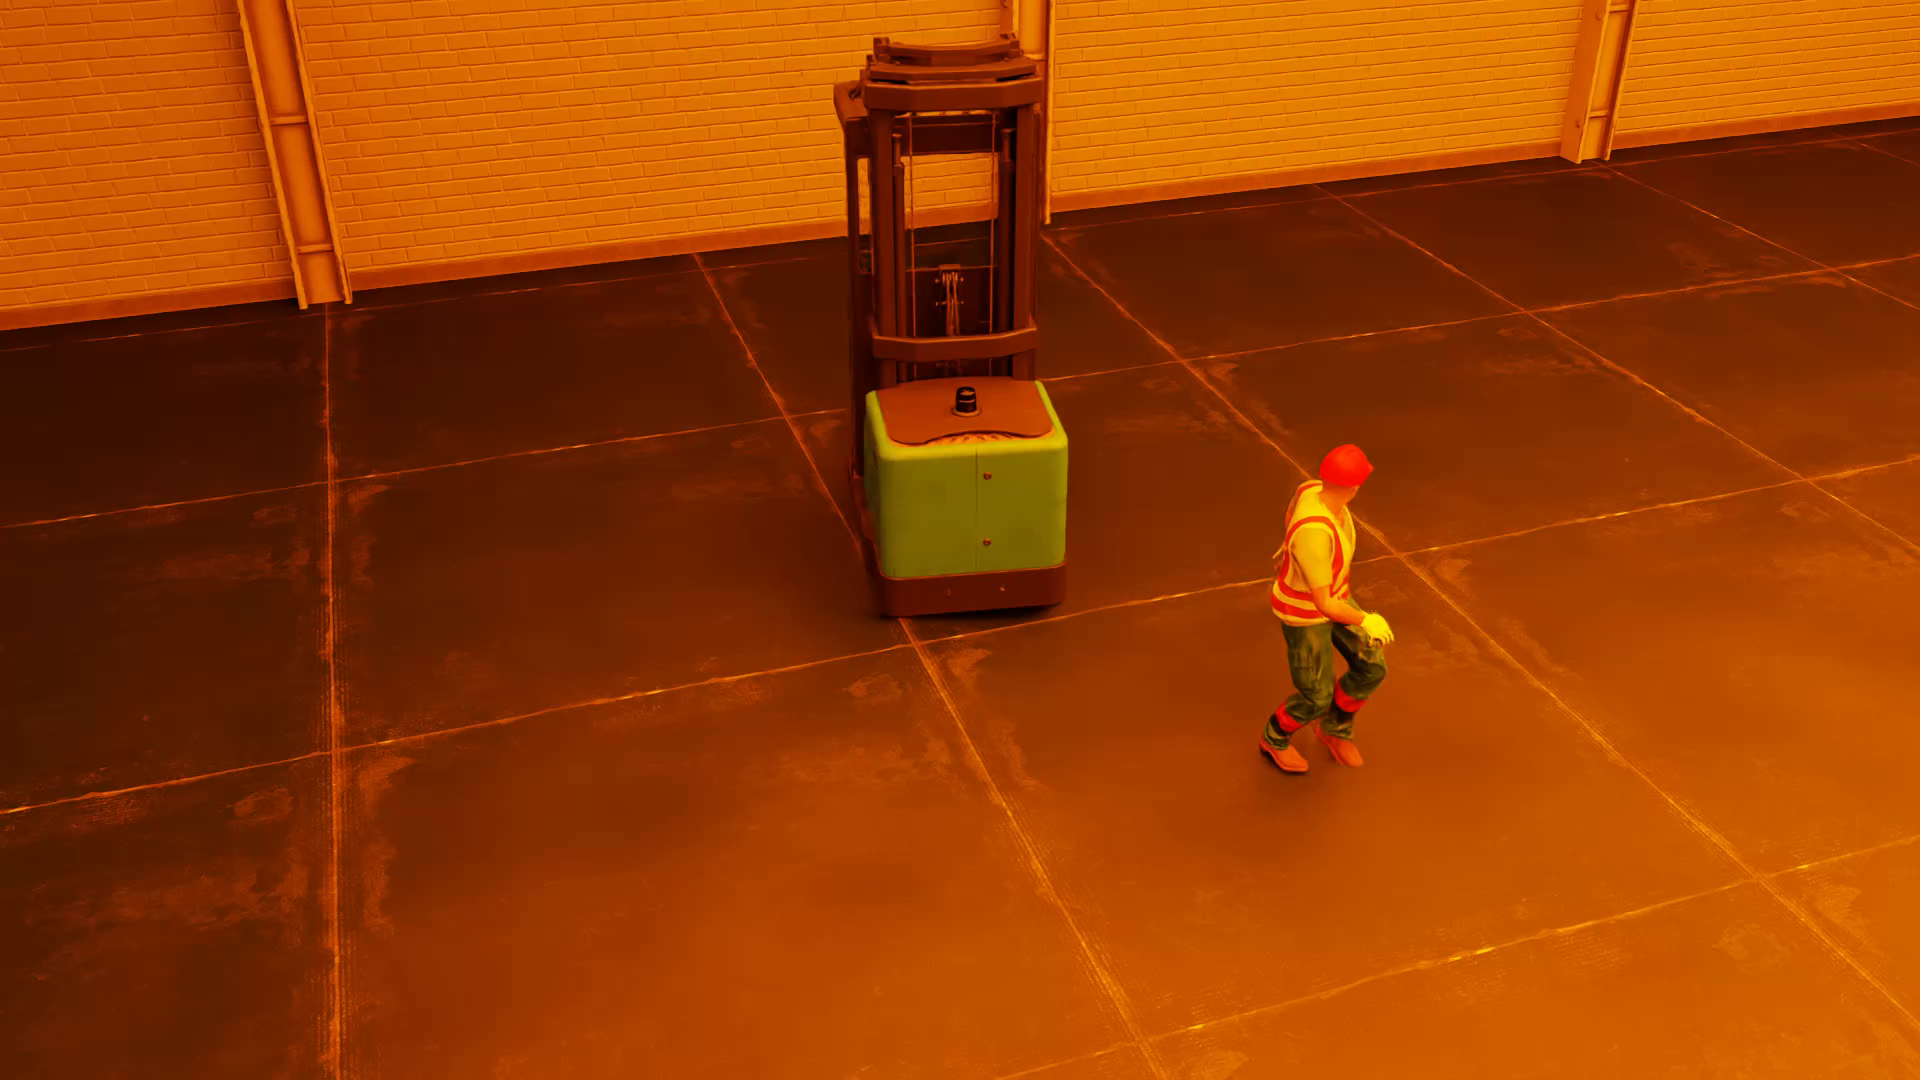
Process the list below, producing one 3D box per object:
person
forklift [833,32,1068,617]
[{"bbox_3d":[1.672,0.337,7.766,0.787,1.756,0.673,21,36,32],"label":"person"},{"bbox_3d":[-0.133,-1.564,9.806,1.130,2.935,3.031,-4,30,-7],"label":"forklift"}]
